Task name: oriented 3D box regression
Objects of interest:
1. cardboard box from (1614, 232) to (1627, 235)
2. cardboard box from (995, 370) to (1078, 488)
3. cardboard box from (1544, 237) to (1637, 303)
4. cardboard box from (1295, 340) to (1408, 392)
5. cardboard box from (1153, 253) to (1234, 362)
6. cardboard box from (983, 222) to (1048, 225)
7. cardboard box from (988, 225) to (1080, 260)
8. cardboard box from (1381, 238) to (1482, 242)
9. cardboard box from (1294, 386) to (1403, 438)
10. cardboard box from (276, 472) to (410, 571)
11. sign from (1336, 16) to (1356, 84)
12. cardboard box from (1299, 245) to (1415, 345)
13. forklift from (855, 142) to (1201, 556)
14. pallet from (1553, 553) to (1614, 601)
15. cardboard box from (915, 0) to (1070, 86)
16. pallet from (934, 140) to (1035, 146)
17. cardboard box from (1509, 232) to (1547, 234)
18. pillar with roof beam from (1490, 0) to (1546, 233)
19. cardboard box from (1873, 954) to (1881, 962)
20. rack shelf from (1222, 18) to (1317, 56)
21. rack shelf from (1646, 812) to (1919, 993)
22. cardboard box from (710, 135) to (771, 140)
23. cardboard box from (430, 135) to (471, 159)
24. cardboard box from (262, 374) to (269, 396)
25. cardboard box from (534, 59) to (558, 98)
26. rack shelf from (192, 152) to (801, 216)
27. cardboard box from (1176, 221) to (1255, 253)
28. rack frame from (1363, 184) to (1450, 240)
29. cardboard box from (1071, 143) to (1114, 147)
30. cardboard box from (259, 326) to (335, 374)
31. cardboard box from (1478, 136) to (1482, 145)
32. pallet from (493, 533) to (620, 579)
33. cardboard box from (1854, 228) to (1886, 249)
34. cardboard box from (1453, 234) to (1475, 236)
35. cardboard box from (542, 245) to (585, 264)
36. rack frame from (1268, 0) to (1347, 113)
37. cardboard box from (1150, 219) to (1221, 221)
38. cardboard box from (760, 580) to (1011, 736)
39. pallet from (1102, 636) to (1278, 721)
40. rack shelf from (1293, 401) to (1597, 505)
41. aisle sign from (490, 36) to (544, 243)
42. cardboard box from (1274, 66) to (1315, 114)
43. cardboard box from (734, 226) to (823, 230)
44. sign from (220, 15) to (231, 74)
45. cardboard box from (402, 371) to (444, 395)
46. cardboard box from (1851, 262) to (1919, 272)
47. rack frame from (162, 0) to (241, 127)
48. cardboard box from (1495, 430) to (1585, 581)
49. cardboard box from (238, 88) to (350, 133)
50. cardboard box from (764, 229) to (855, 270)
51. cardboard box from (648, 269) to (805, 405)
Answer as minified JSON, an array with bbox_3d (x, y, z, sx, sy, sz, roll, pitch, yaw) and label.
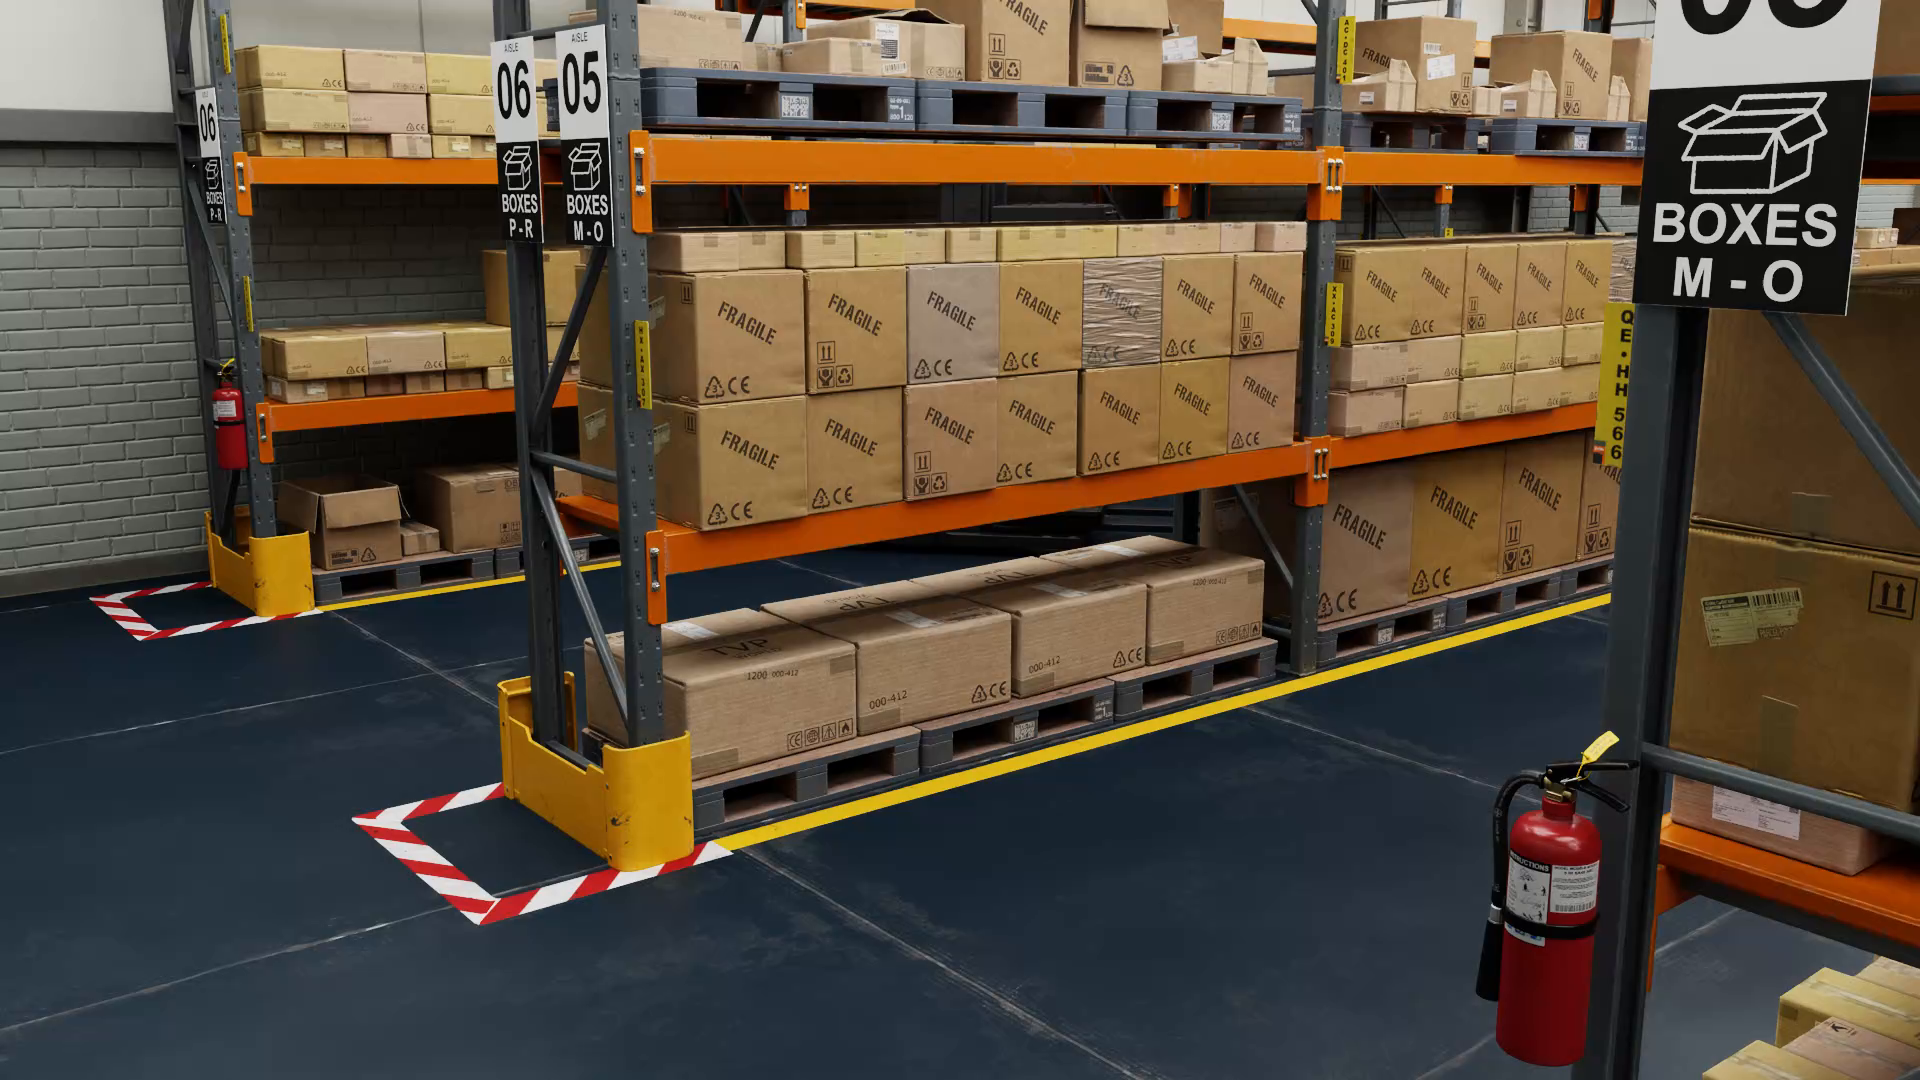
[{"bbox_3d":[7.717,-3.594,19.813,0.250,0.149,0.380,-9,15,-38],"label":"cardboard box"},{"bbox_3d":[0.196,-0.548,7.745,0.500,0.500,0.500,-9,15,-36],"label":"cardboard box"},{"bbox_3d":[4.086,-1.681,10.674,0.500,0.500,0.500,-9,15,-37],"label":"cardboard box"},{"bbox_3d":[2.118,-0.984,9.197,0.500,0.250,0.500,-10,16,-39],"label":"cardboard box"},{"bbox_3d":[1.001,-1.169,8.262,0.500,0.500,0.500,-10,15,-38],"label":"cardboard box"},{"bbox_3d":[0.223,-1.484,8.185,0.250,0.149,0.380,-9,15,-38],"label":"cardboard box"},{"bbox_3d":[0.336,-1.375,7.672,0.250,0.149,0.380,-9,15,-38],"label":"cardboard box"},{"bbox_3d":[2.993,-1.638,10.475,0.500,0.500,0.500,-9,15,-37],"label":"cardboard box"},{"bbox_3d":[2.107,-0.742,9.263,0.500,0.250,0.500,-10,15,-39],"label":"cardboard box"},{"bbox_3d":[-4.092,-0.135,11.042,0.637,0.503,0.797,-10,16,-40],"label":"cardboard box"},{"bbox_3d":[1.946,-2.470,8.383,0.005,0.325,0.100,-9,15,-38],"label":"sign"},{"bbox_3d":[2.121,-1.350,9.115,0.500,0.500,0.500,-9,15,-37],"label":"cardboard box"},{"bbox_3d":[0.617,-1.413,12.229,3.031,2.935,1.130,2,12,9],"label":"forklift"},{"bbox_3d":[4.059,0.134,11.489,1.213,0.211,1.003,-9,15,-38],"label":"pallet"},{"bbox_3d":[0.143,-2.290,7.477,0.500,0.500,0.500,-9,15,-37],"label":"cardboard box"},{"bbox_3d":[-0.145,-3.189,13.658,1.003,0.211,1.213,-9,15,-38],"label":"pallet"},{"bbox_3d":[6.654,-3.533,19.525,0.250,0.149,0.380,-9,15,-36],"label":"cardboard box"},{"bbox_3d":[9.447,-5.455,16.653,0.400,9.000,9.100,-9,15,-38],"label":"pillar with roof beam"},{"bbox_3d":[2.673,1.151,4.405,0.250,0.149,0.380,-9,15,-36],"label":"cardboard box"},{"bbox_3d":[3.179,-4.771,16.128,4.000,0.370,1.077,-9,15,-38],"label":"rack shelf"},{"bbox_3d":[3.208,0.600,4.313,4.000,0.370,1.077,-9,15,-38],"label":"rack shelf"},{"bbox_3d":[-1.726,-3.042,12.156,0.500,0.250,0.500,-9,15,-37],"label":"cardboard box"},{"bbox_3d":[-3.377,-2.554,10.819,0.250,0.149,0.380,-9,15,-38],"label":"cardboard box"},{"bbox_3d":[-4.538,-1.050,10.958,0.250,0.149,0.380,-10,15,-38],"label":"cardboard box"},{"bbox_3d":[-2.941,-3.086,11.158,0.500,0.250,0.500,-9,15,-36],"label":"cardboard box"},{"bbox_3d":[-3.067,-2.462,11.510,4.000,0.370,1.077,-9,15,-38],"label":"rack shelf"},{"bbox_3d":[1.283,-1.548,8.489,0.250,0.149,0.380,-9,15,-36],"label":"cardboard box"},{"bbox_3d":[4.741,-2.644,17.857,0.127,3.000,1.000,-9,15,-38],"label":"rack frame"},{"bbox_3d":[0.977,-3.347,14.310,0.500,0.250,0.500,-9,15,-37],"label":"cardboard box"},{"bbox_3d":[-4.436,-1.261,10.993,0.500,0.250,0.500,-9,15,-36],"label":"cardboard box"},{"bbox_3d":[5.281,-4.251,17.560,0.250,0.149,0.380,-9,15,-36],"label":"cardboard box"},{"bbox_3d":[-2.996,0.007,12.090,1.213,0.211,1.003,-9,15,-38],"label":"pallet"},{"bbox_3d":[6.896,-2.329,12.845,0.250,0.149,0.380,-10,16,-40],"label":"cardboard box"},{"bbox_3d":[5.593,-3.381,18.812,0.250,0.149,0.380,-10,15,-39],"label":"cardboard box"},{"bbox_3d":[-2.835,-1.895,12.169,0.500,0.500,0.500,-10,16,-39],"label":"cardboard box"},{"bbox_3d":[1.598,-3.736,8.557,0.127,3.000,1.000,-9,15,-38],"label":"rack frame"},{"bbox_3d":[1.189,-1.657,9.003,0.250,0.149,0.380,-10,15,-38],"label":"cardboard box"},{"bbox_3d":[-0.363,0.544,8.003,0.875,0.438,0.875,-9,15,-36],"label":"cardboard box"},{"bbox_3d":[0.955,0.649,9.064,1.213,0.211,1.003,-9,15,-38],"label":"pallet"},{"bbox_3d":[3.160,-0.709,10.477,4.000,0.370,1.077,-9,15,-38],"label":"rack shelf"},{"bbox_3d":[-1.775,-1.595,6.658,0.004,0.787,0.394,-9,15,-38],"label":"aisle sign"},{"bbox_3d":[2.155,-2.579,9.533,0.500,0.311,0.500,-9,15,-38],"label":"cardboard box"},{"bbox_3d":[-0.816,-1.326,7.444,0.250,0.149,0.380,-9,15,-36],"label":"cardboard box"},{"bbox_3d":[-4.290,-2.893,9.708,0.005,0.325,0.100,-9,15,-38],"label":"sign"},{"bbox_3d":[-3.612,-1.065,11.027,0.250,0.149,0.380,-9,15,-36],"label":"cardboard box"},{"bbox_3d":[2.244,-0.341,3.650,0.500,0.500,0.500,-10,16,-40],"label":"cardboard box"},{"bbox_3d":[-4.629,-4.021,9.901,0.127,3.000,1.000,-9,15,-38],"label":"rack frame"},{"bbox_3d":[3.431,-0.295,10.901,0.875,0.875,0.875,-9,15,-37],"label":"cardboard box"},{"bbox_3d":[-4.112,-2.639,10.260,0.500,0.250,0.500,-10,15,-38],"label":"cardboard box"},{"bbox_3d":[-0.640,-1.199,6.845,0.250,0.149,0.380,-9,15,-36],"label":"cardboard box"},{"bbox_3d":[-0.973,-0.836,6.697,0.500,0.500,0.500,-10,15,-39],"label":"cardboard box"}]
